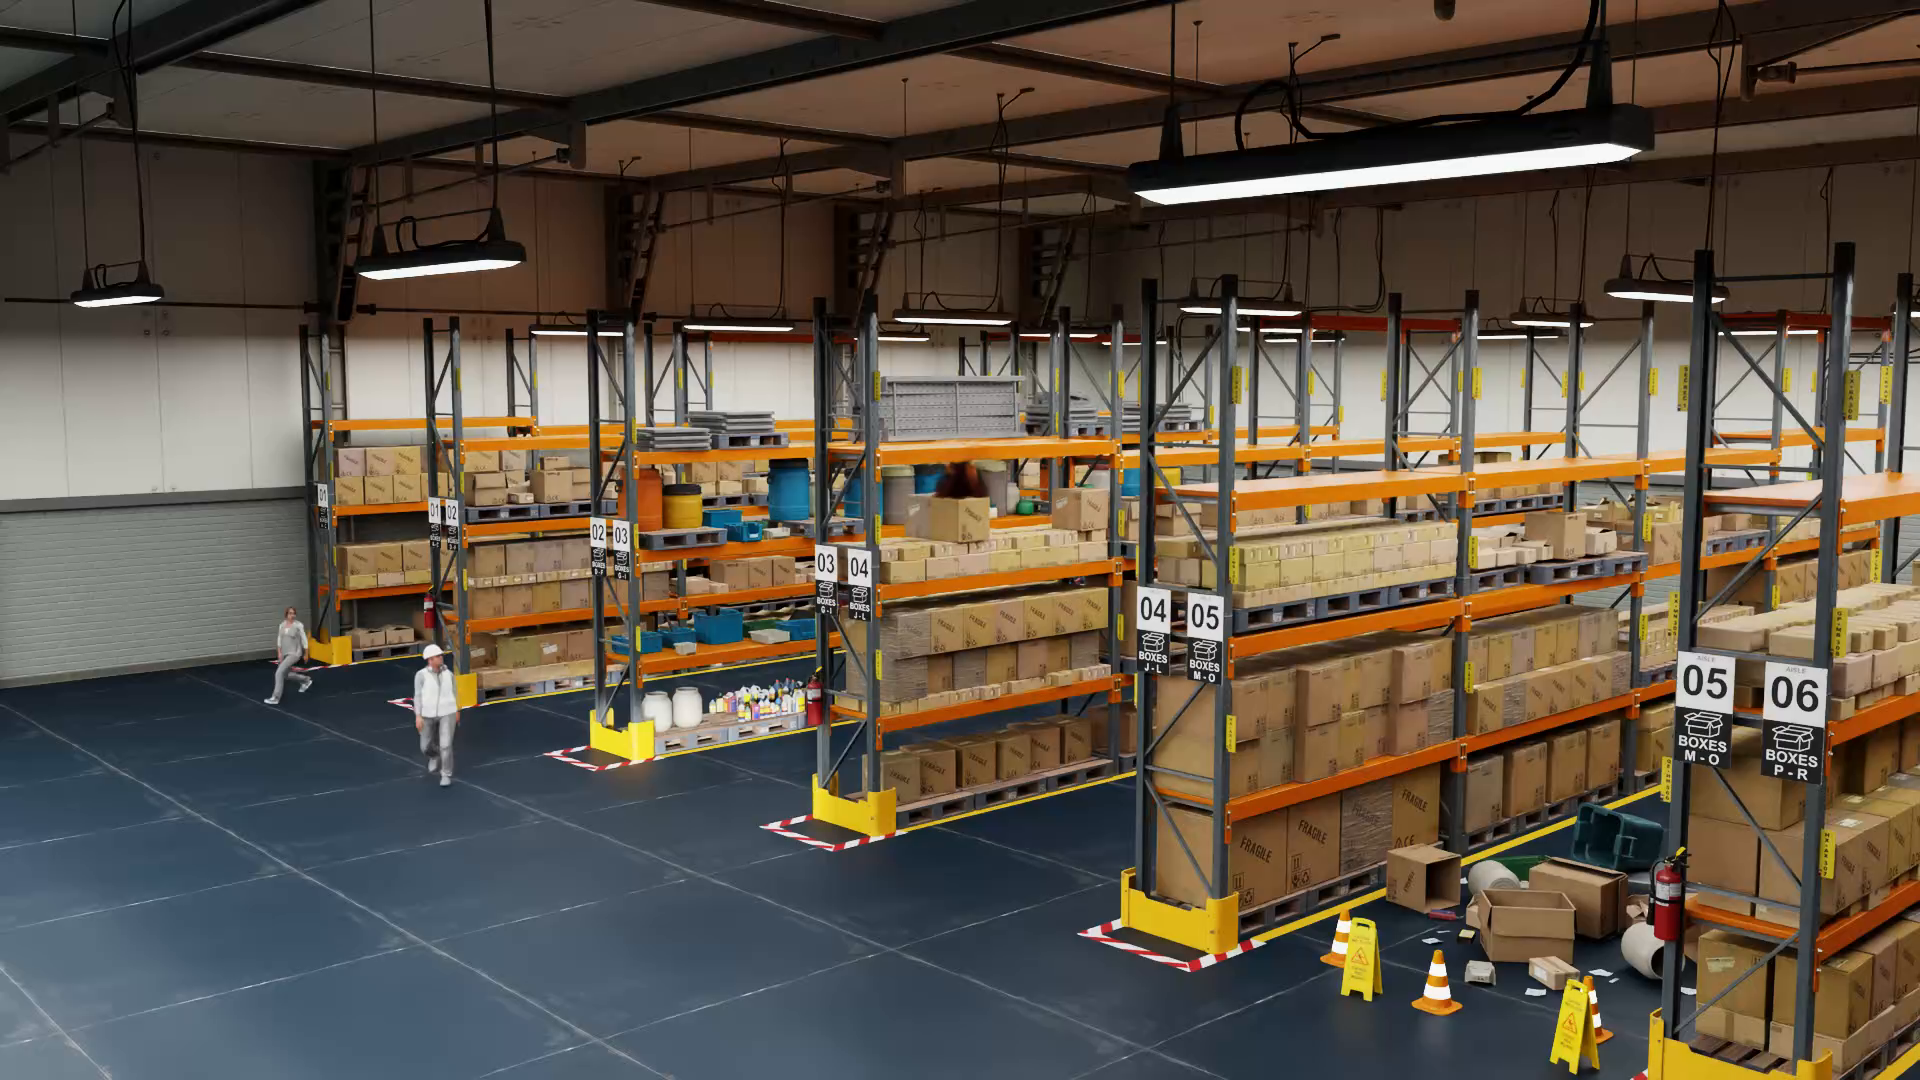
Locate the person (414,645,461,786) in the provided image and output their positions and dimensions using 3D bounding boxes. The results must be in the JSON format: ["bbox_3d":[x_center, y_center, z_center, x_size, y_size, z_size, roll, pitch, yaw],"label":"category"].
[{"bbox_3d":[-6.576,2.177,20.960,0.514,1.737,0.732,-1,6,-7],"label":"person"}]

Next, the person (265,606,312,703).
[{"bbox_3d":[-10.564,1.788,26.119,0.378,1.493,0.960,3,7,29],"label":"person"}]
